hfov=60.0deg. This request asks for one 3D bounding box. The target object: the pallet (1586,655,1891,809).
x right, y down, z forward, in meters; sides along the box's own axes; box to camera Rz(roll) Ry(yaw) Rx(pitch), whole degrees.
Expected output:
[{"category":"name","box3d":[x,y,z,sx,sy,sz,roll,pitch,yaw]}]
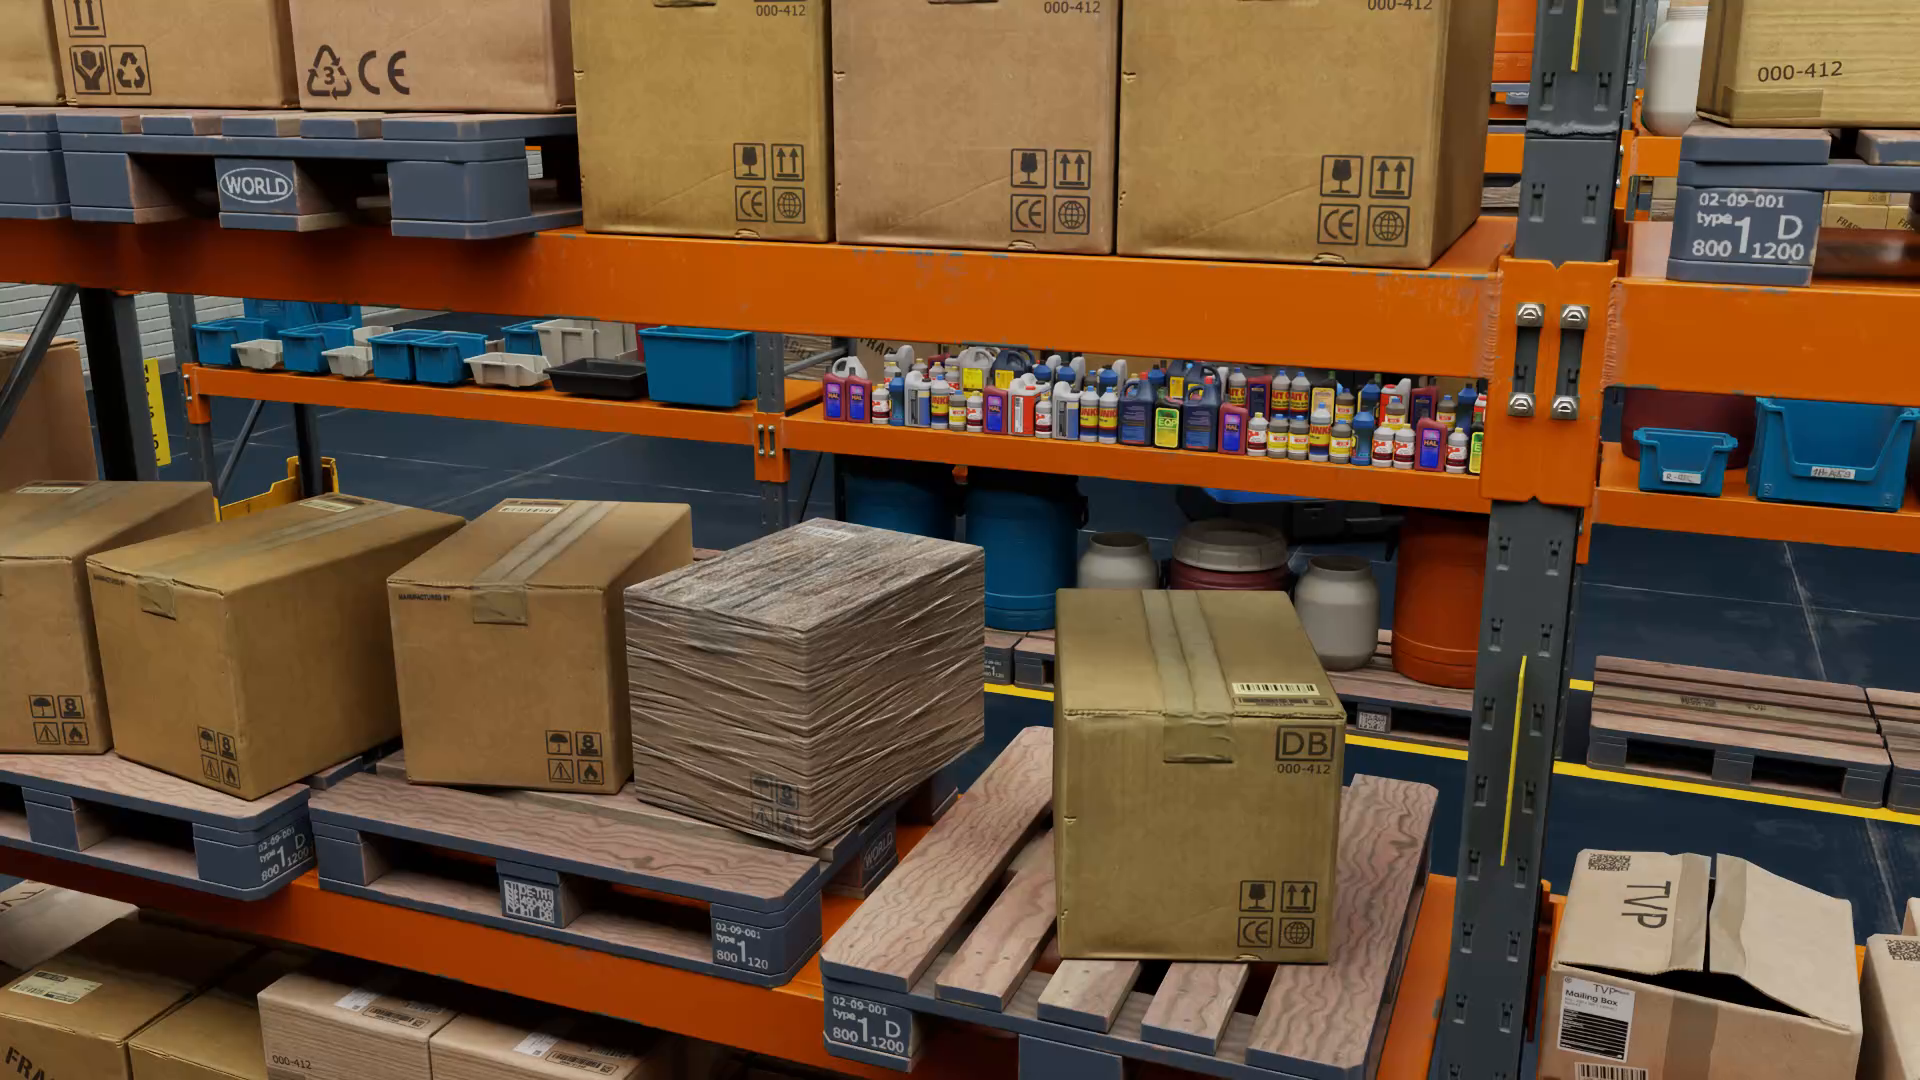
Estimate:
[{"category":"pallet","box3d":[3.599,0.872,7.791,1.213,0.211,1.003,6,17,21]}]

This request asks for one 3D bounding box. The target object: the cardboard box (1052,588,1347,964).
[{"category":"cardboard box","box3d":[0.444,0.443,3.334,0.500,0.500,0.700,1,16,2]}]

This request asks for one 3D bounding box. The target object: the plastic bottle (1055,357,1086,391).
[{"category":"plastic bottle","box3d":[0.591,-0.847,8.932,0.135,0.276,0.152,6,17,21]}]

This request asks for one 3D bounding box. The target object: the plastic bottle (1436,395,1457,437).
[{"category":"plastic bottle","box3d":[2.420,-0.618,8.278,0.097,0.201,0.097,0,16,0]}]

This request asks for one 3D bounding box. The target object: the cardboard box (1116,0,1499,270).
[{"category":"cardboard box","box3d":[0.653,-0.796,2.977,0.500,0.500,0.910,6,17,21]}]

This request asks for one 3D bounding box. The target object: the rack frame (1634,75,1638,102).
[{"category":"rack frame","box3d":[4.710,-1.841,12.134,0.127,3.000,1.000,6,17,21]}]

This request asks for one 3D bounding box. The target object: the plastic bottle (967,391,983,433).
[{"category":"plastic bottle","box3d":[0.082,-0.648,8.380,0.097,0.201,0.097,0,16,0]}]

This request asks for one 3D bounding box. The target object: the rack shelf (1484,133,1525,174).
[{"category":"rack shelf","box3d":[1.032,-1.856,8.096,4.000,0.370,1.077,6,17,21]}]

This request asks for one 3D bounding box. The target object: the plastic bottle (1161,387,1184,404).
[{"category":"plastic bottle","box3d":[1.023,-0.596,8.056,0.133,0.283,0.061,6,17,21]}]

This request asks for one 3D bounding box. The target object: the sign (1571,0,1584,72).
[{"category":"sign","box3d":[0.871,-0.820,2.311,0.005,0.325,0.100,6,17,21]}]

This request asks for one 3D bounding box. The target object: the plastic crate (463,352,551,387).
[{"category":"plastic crate","box3d":[-2.559,-0.968,9.492,0.466,0.136,0.293,6,17,21]}]

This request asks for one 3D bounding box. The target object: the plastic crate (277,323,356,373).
[{"category":"plastic crate","box3d":[-3.828,-1.145,9.930,0.300,0.233,0.416,6,17,21]}]

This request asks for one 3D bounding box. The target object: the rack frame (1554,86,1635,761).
[{"category":"rack frame","box3d":[2.893,-0.556,7.710,0.127,3.000,1.000,6,17,21]}]

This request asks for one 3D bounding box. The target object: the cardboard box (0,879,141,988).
[{"category":"cardboard box","box3d":[-2.961,1.300,5.350,0.500,0.311,0.500,6,17,21]}]

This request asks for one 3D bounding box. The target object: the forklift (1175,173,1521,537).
[{"category":"forklift","box3d":[3.099,-1.560,11.291,3.031,2.935,1.130,-3,16,-10]}]

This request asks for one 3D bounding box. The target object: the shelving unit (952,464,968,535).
[{"category":"shelving unit","box3d":[0.013,-0.575,11.001,0.189,1.200,0.258,6,17,21]}]

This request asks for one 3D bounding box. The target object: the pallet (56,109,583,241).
[{"category":"pallet","box3d":[-1.103,-0.841,3.648,1.003,0.211,1.213,6,17,21]}]

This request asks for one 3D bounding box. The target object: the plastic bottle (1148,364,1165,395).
[{"category":"plastic bottle","box3d":[1.026,-0.787,8.734,0.097,0.271,0.097,0,16,0]}]

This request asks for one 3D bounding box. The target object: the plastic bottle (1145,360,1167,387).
[{"category":"plastic bottle","box3d":[1.039,-0.815,8.809,0.133,0.283,0.061,6,17,21]}]

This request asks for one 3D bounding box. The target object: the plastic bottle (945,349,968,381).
[{"category":"plastic bottle","box3d":[-0.003,-0.912,9.157,0.135,0.276,0.152,6,17,21]}]

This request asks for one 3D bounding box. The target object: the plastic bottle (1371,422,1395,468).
[{"category":"plastic bottle","box3d":[1.954,-0.442,7.671,0.097,0.201,0.097,0,16,0]}]

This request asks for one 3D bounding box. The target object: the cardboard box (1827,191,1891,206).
[{"category":"cardboard box","box3d":[8.462,-3.441,15.674,0.500,0.500,0.700,6,17,20]}]

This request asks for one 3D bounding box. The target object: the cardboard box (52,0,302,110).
[{"category":"cardboard box","box3d":[-1.578,-1.286,3.732,0.600,0.600,0.600,6,17,20]}]

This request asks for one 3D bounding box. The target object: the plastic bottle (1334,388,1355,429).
[{"category":"plastic bottle","box3d":[1.956,-0.669,8.454,0.097,0.201,0.097,0,16,0]}]

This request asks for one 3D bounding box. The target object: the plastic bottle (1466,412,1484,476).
[{"category":"plastic bottle","box3d":[2.360,-0.431,7.487,0.133,0.283,0.061,6,17,21]}]

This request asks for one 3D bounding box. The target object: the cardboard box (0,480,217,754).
[{"category":"cardboard box","box3d":[-2.291,0.176,4.256,0.500,0.500,0.700,1,16,2]}]

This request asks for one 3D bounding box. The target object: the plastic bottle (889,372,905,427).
[{"category":"plastic bottle","box3d":[-0.315,-0.725,8.521,0.097,0.271,0.097,0,16,0]}]

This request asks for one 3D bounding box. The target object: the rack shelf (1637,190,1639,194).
[{"category":"rack shelf","box3d":[12.024,-5.149,24.819,4.000,0.370,1.077,6,17,21]}]

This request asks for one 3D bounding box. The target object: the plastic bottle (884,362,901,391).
[{"category":"plastic bottle","box3d":[-0.372,-0.879,9.179,0.097,0.201,0.097,0,16,0]}]

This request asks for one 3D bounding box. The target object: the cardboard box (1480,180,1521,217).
[{"category":"cardboard box","box3d":[4.036,-2.450,12.253,0.637,0.503,0.797,7,18,23]}]

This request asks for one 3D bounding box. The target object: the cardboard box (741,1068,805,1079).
[{"category":"cardboard box","box3d":[-0.366,1.629,3.875,0.500,0.500,0.500,6,17,19]}]

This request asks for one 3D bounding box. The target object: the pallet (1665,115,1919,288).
[{"category":"pallet","box3d":[1.736,-0.576,2.735,1.003,0.211,1.213,7,18,23]}]

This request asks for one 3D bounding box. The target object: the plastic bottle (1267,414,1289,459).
[{"category":"plastic bottle","box3d":[1.501,-0.491,7.843,0.097,0.201,0.097,0,16,0]}]

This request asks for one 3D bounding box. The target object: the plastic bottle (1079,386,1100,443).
[{"category":"plastic bottle","box3d":[0.637,-0.620,8.160,0.097,0.271,0.097,0,16,0]}]

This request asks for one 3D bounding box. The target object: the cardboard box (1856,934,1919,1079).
[{"category":"cardboard box","box3d":[1.833,0.913,2.810,0.500,0.311,0.500,6,17,20]}]

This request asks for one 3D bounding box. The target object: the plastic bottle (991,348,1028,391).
[{"category":"plastic bottle","box3d":[0.266,-0.876,8.900,0.185,0.351,0.144,6,17,21]}]

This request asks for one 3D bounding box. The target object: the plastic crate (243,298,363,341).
[{"category":"plastic crate","box3d":[-4.169,-1.435,10.564,0.499,0.435,0.616,6,17,21]}]

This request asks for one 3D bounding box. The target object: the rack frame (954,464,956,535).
[{"category":"rack frame","box3d":[-0.072,-0.584,11.034,0.006,1.200,0.240,6,17,21]}]

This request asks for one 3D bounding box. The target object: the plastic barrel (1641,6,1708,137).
[{"category":"plastic barrel","box3d":[3.069,-1.939,6.893,0.421,0.512,0.421,0,16,0]}]

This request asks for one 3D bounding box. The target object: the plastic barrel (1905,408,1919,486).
[{"category":"plastic barrel","box3d":[4.320,-0.517,7.374,0.421,0.512,0.421,0,16,0]}]

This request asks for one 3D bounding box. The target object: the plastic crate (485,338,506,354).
[{"category":"plastic crate","box3d":[-2.910,-1.159,10.152,0.250,0.136,0.298,6,17,21]}]

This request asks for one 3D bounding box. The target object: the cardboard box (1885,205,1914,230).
[{"category":"cardboard box","box3d":[8.821,-2.843,15.408,0.500,0.500,0.500,6,17,21]}]

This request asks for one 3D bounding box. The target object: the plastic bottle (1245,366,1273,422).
[{"category":"plastic bottle","box3d":[1.550,-0.758,8.615,0.133,0.283,0.061,6,17,21]}]

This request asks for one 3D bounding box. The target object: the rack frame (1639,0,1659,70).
[{"category":"rack frame","box3d":[6.624,-5.998,15.693,0.127,3.000,1.000,6,17,21]}]

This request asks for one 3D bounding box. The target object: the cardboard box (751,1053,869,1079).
[{"category":"cardboard box","box3d":[-0.201,1.492,4.349,0.500,0.500,0.500,6,17,20]}]

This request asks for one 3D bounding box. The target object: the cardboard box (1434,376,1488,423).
[{"category":"cardboard box","box3d":[4.076,-1.098,12.634,0.875,0.875,1.225,5,17,18]}]

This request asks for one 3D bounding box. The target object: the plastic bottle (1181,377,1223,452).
[{"category":"plastic bottle","box3d":[1.164,-0.607,7.974,0.185,0.351,0.144,6,17,21]}]

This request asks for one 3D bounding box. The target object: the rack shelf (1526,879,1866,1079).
[{"category":"rack shelf","box3d":[2.932,1.278,2.681,4.000,0.370,1.077,6,17,21]}]

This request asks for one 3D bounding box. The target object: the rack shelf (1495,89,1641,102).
[{"category":"rack shelf","box3d":[4.763,-4.417,16.917,4.000,0.370,1.077,6,17,21]}]

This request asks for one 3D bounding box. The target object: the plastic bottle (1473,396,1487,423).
[{"category":"plastic bottle","box3d":[2.553,-0.585,8.032,0.135,0.276,0.152,6,17,21]}]

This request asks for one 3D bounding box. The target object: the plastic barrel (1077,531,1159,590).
[{"category":"plastic barrel","box3d":[0.823,0.241,8.672,0.421,0.512,0.421,0,16,0]}]

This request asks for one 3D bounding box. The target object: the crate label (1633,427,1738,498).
[{"category":"crate label","box3d":[3.147,-0.336,7.250,0.416,0.233,0.303,6,17,21]}]

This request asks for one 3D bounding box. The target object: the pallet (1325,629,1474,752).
[{"category":"pallet","box3d":[2.144,0.713,8.339,1.213,0.211,1.003,6,17,21]}]
